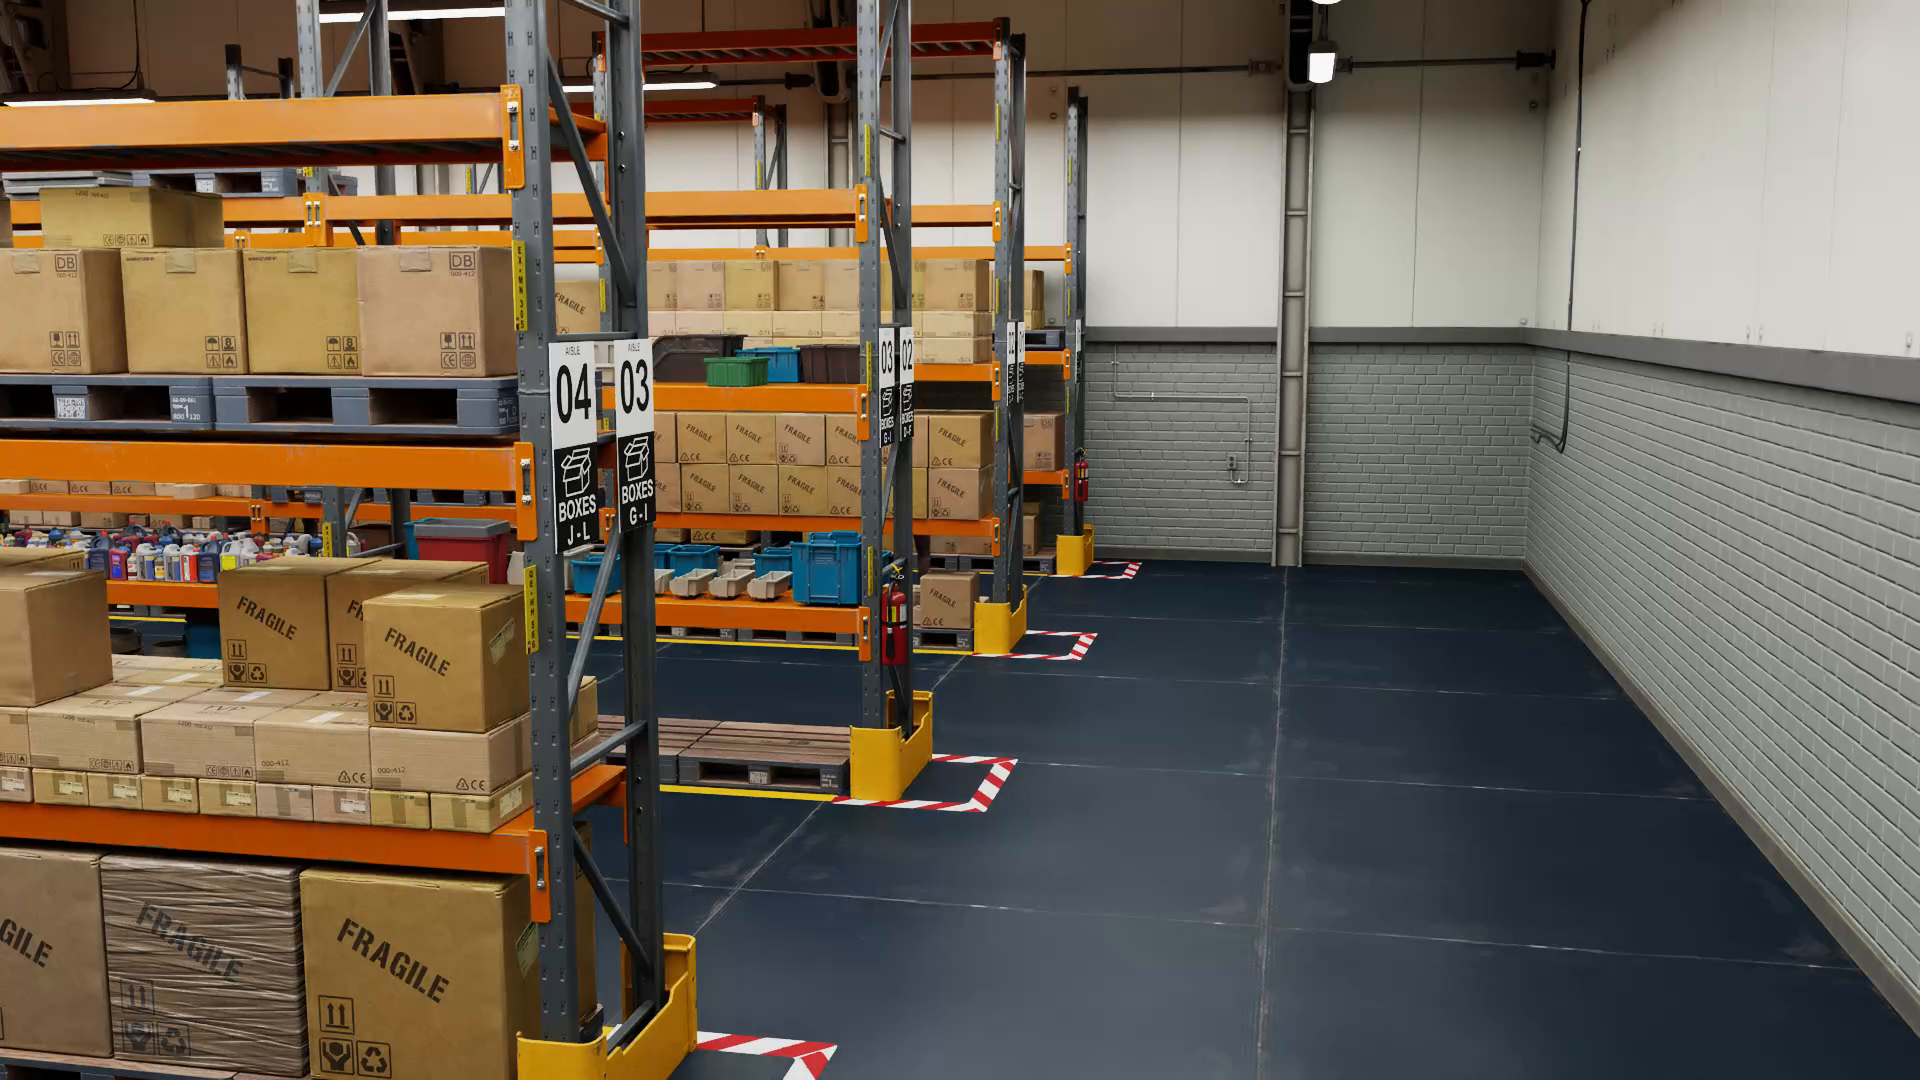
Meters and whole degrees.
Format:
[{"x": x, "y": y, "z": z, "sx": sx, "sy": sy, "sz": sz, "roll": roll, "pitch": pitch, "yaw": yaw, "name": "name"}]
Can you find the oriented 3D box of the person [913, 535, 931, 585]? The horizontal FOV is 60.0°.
[{"x": -0.563, "y": -0.191, "z": 19.254, "sx": 0.548, "sy": 1.727, "sz": 0.469, "roll": 1, "pitch": 8, "yaw": 10, "name": "person"}]
